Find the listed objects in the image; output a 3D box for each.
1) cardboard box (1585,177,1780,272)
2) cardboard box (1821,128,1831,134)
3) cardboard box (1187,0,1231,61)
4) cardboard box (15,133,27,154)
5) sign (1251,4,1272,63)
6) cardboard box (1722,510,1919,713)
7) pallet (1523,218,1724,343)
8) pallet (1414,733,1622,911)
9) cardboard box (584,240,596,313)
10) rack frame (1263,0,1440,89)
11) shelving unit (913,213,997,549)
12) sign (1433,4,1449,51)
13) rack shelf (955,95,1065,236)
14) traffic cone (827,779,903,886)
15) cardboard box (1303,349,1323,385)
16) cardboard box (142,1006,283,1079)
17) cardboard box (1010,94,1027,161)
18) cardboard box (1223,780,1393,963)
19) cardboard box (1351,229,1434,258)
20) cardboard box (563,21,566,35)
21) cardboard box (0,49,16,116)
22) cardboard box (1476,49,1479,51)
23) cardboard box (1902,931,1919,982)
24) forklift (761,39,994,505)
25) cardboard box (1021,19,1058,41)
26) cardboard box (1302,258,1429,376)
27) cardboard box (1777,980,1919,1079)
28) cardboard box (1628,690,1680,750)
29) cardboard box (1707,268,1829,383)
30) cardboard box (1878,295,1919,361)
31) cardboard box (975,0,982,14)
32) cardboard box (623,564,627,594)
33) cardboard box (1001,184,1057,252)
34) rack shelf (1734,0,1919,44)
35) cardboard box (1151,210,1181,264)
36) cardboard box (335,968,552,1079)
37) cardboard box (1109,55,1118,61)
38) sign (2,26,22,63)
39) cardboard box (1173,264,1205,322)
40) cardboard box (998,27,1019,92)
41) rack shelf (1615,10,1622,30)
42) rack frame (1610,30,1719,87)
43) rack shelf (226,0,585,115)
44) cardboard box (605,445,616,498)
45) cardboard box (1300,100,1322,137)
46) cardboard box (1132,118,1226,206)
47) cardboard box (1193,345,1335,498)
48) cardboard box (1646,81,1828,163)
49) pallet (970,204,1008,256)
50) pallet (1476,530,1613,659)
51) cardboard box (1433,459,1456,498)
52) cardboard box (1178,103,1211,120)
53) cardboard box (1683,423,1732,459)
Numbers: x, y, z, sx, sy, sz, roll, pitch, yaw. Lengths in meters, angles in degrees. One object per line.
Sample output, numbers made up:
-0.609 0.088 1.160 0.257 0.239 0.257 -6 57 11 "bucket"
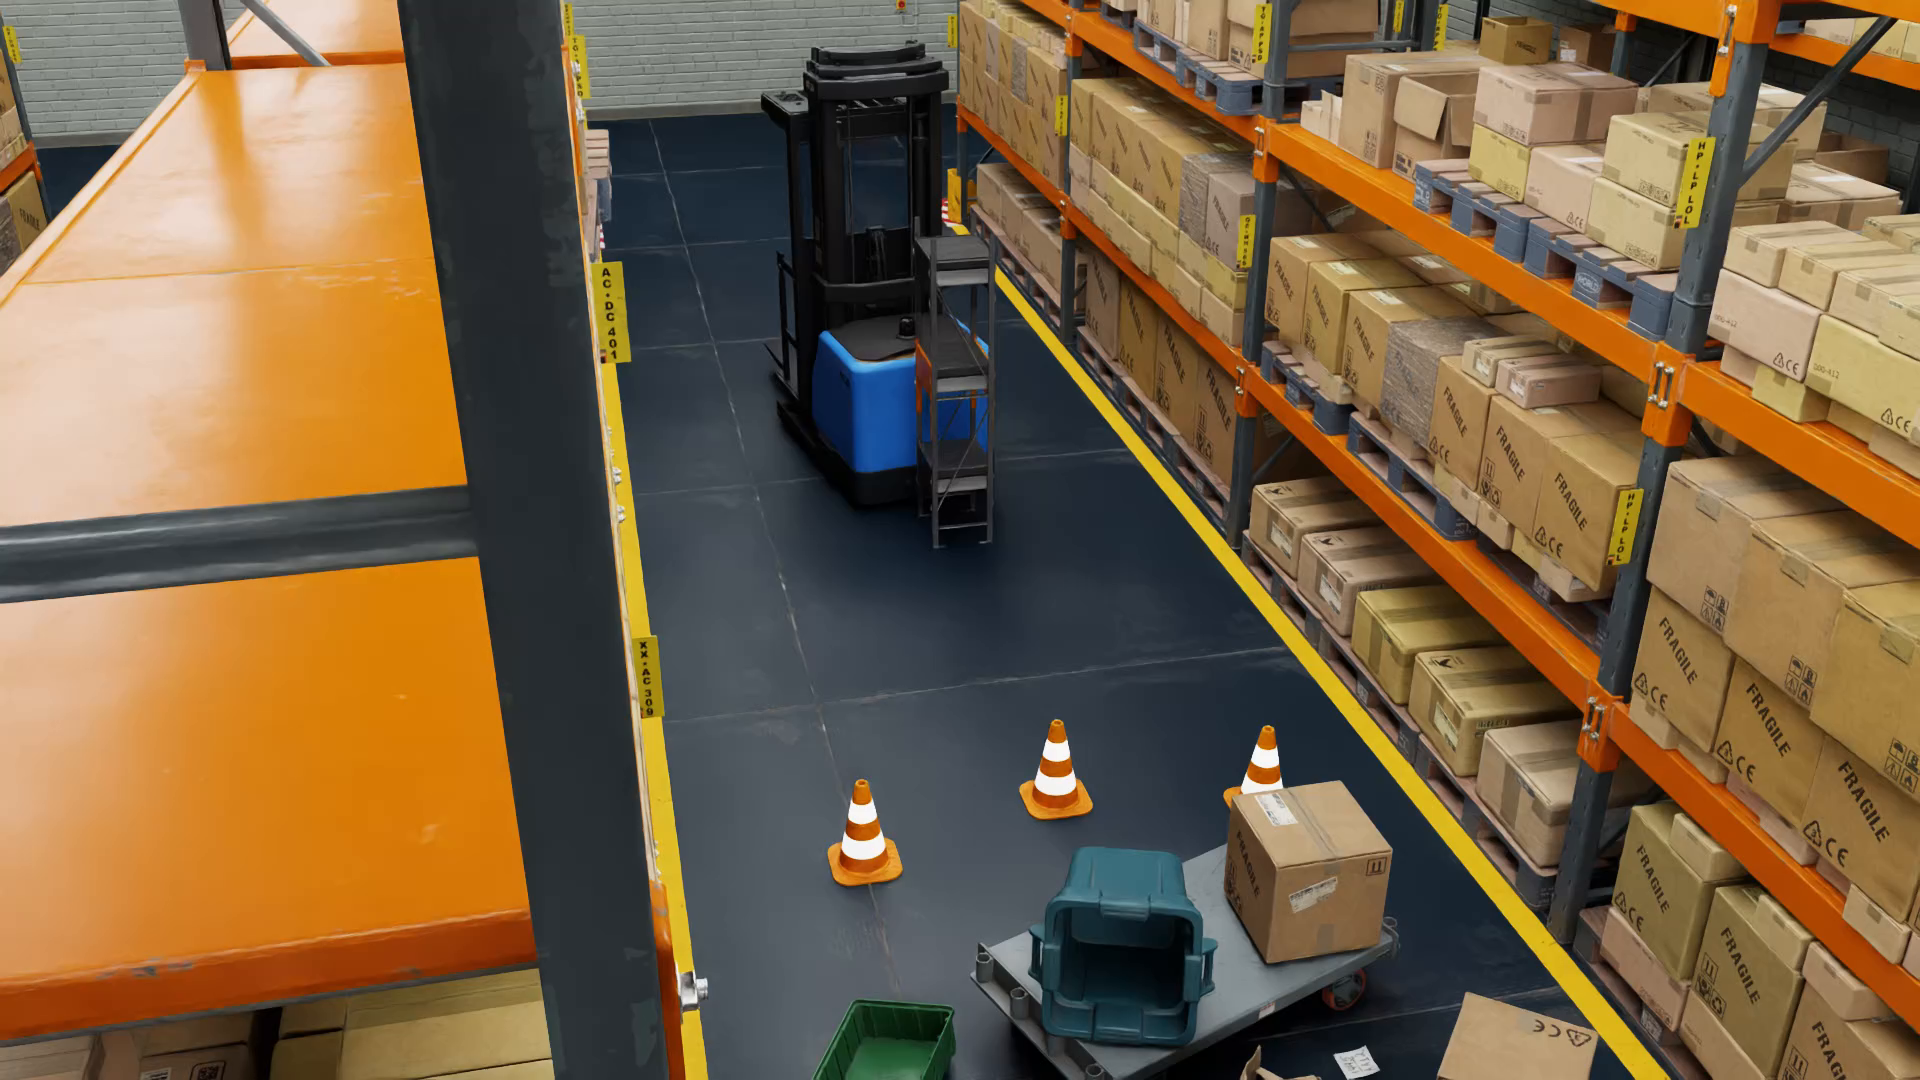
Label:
2.899 -1.291 6.697 0.500 0.250 0.500 -6 28 -13 "cardboard box"
6.388 -3.033 13.199 0.700 0.500 0.500 -6 27 -12 "cardboard box"
1.862 -3.333 10.464 0.700 0.500 0.500 -7 28 -14 "cardboard box"
-8.787 -3.617 15.212 0.380 0.149 0.250 -5 27 -11 "cardboard box"
1.727 -2.898 9.519 0.100 0.325 0.005 -6 27 -12 "sign"
3.153 0.228 5.765 0.700 0.500 0.500 -6 27 -11 "cardboard box"
3.136 -1.127 6.880 1.213 0.211 1.003 -6 27 -12 "pallet"
2.995 1.313 8.260 1.003 0.211 1.213 -6 27 -12 "pallet"
-1.235 -0.730 4.701 0.380 0.149 0.250 -6 27 -12 "cardboard box"
2.270 -4.024 9.082 1.000 3.000 0.127 -6 27 -12 "rack frame"
-0.037 -1.010 10.767 0.431 2.100 0.503 -6 27 -12 "shelving unit"
2.799 -2.970 9.749 0.100 0.325 0.005 -6 27 -12 "sign"
0.918 -3.659 15.815 1.077 0.370 4.000 -6 27 -12 "rack shelf"
-0.460 1.347 7.913 0.336 0.463 0.334 -6 27 -12 "traffic cone"
2.210 -1.007 9.576 0.380 0.149 0.250 -8 28 -15 "cardboard box"
-1.221 0.670 2.371 0.500 0.250 0.500 -6 27 -11 "cardboard box"
0.766 -3.769 15.123 0.500 0.500 0.500 -6 27 -12 "cardboard box"
1.444 1.382 6.964 0.500 0.500 0.500 -6 27 -12 "cardboard box"
2.643 -1.540 9.911 0.500 0.500 0.500 -7 28 -13 "cardboard box"
-3.747 -4.309 14.755 0.500 0.500 0.500 -5 27 -9 "cardboard box"
-8.822 -4.065 14.826 0.500 0.500 0.500 -6 27 -11 "cardboard box"
5.779 -5.028 17.566 0.500 0.250 0.500 -6 27 -11 "cardboard box"
3.293 1.363 5.345 0.380 0.149 0.250 -6 27 -12 "cardboard box"
-0.769 -2.192 12.186 1.130 2.935 3.031 -10 28 -19 "forklift"
0.763 -4.553 14.848 0.380 0.149 0.250 -7 28 -13 "cardboard box"
2.270 -1.262 9.360 0.500 0.500 0.500 -5 27 -9 "cardboard box"
3.289 1.863 5.829 0.500 0.500 0.500 -5 27 -9 "cardboard box"
2.930 0.693 6.673 0.380 0.149 0.250 -6 27 -12 "cardboard box"
3.004 -0.774 5.808 0.500 0.250 0.500 -7 28 -13 "cardboard box"
3.095 -0.655 5.131 0.380 0.149 0.250 -6 27 -12 "cardboard box"
0.353 -5.221 16.171 0.380 0.149 0.250 -5 27 -10 "cardboard box"
-1.599 0.433 6.799 0.500 0.500 0.500 -6 27 -11 "cardboard box"
0.928 -3.221 16.527 0.875 0.438 0.875 -5 27 -10 "cardboard box"
3.622 -1.068 4.027 1.077 0.370 4.000 -6 27 -12 "rack shelf"
1.659 -2.136 11.612 0.500 0.250 0.500 -7 28 -13 "cardboard box"
-0.548 0.609 2.049 0.380 0.149 0.250 -6 27 -11 "cardboard box"
1.477 -4.158 14.066 0.380 0.149 0.250 -6 27 -11 "cardboard box"
-8.656 -4.523 15.181 0.100 0.325 0.005 -6 27 -12 "sign"
1.773 -1.697 11.297 0.500 0.250 0.500 -5 27 -11 "cardboard box"
0.658 -4.439 15.342 0.500 0.500 0.500 -6 27 -11 "cardboard box"
5.753 -5.504 16.141 1.077 0.370 4.000 -6 27 -12 "rack shelf"
6.204 -3.608 14.915 1.000 3.000 0.127 -6 27 -12 "rack frame"
-2.079 -2.099 6.511 1.077 0.370 4.000 -6 27 -12 "rack shelf"
-0.893 -0.063 3.381 0.380 0.149 0.250 -6 27 -11 "cardboard box"
2.175 -2.417 9.507 0.380 0.149 0.250 -6 27 -12 "cardboard box"
1.563 -2.703 11.903 0.500 0.500 0.500 -6 27 -12 "cardboard box"
2.195 -0.897 11.436 0.875 0.875 0.875 -6 27 -12 "cardboard box"
3.308 -1.788 7.126 0.500 0.250 0.500 -7 28 -13 "cardboard box"
0.724 -3.270 17.341 1.003 0.211 1.213 -6 27 -12 "pallet"
3.141 0.145 7.692 1.003 0.211 1.213 -6 27 -12 "pallet"
2.571 -0.312 8.199 0.380 0.149 0.250 -6 27 -12 "cardboard box"
1.933 -2.971 12.434 0.500 0.500 0.500 -5 27 -10 "cardboard box"
3.345 -0.190 7.236 0.500 0.500 0.500 -5 27 -10 "cardboard box"
